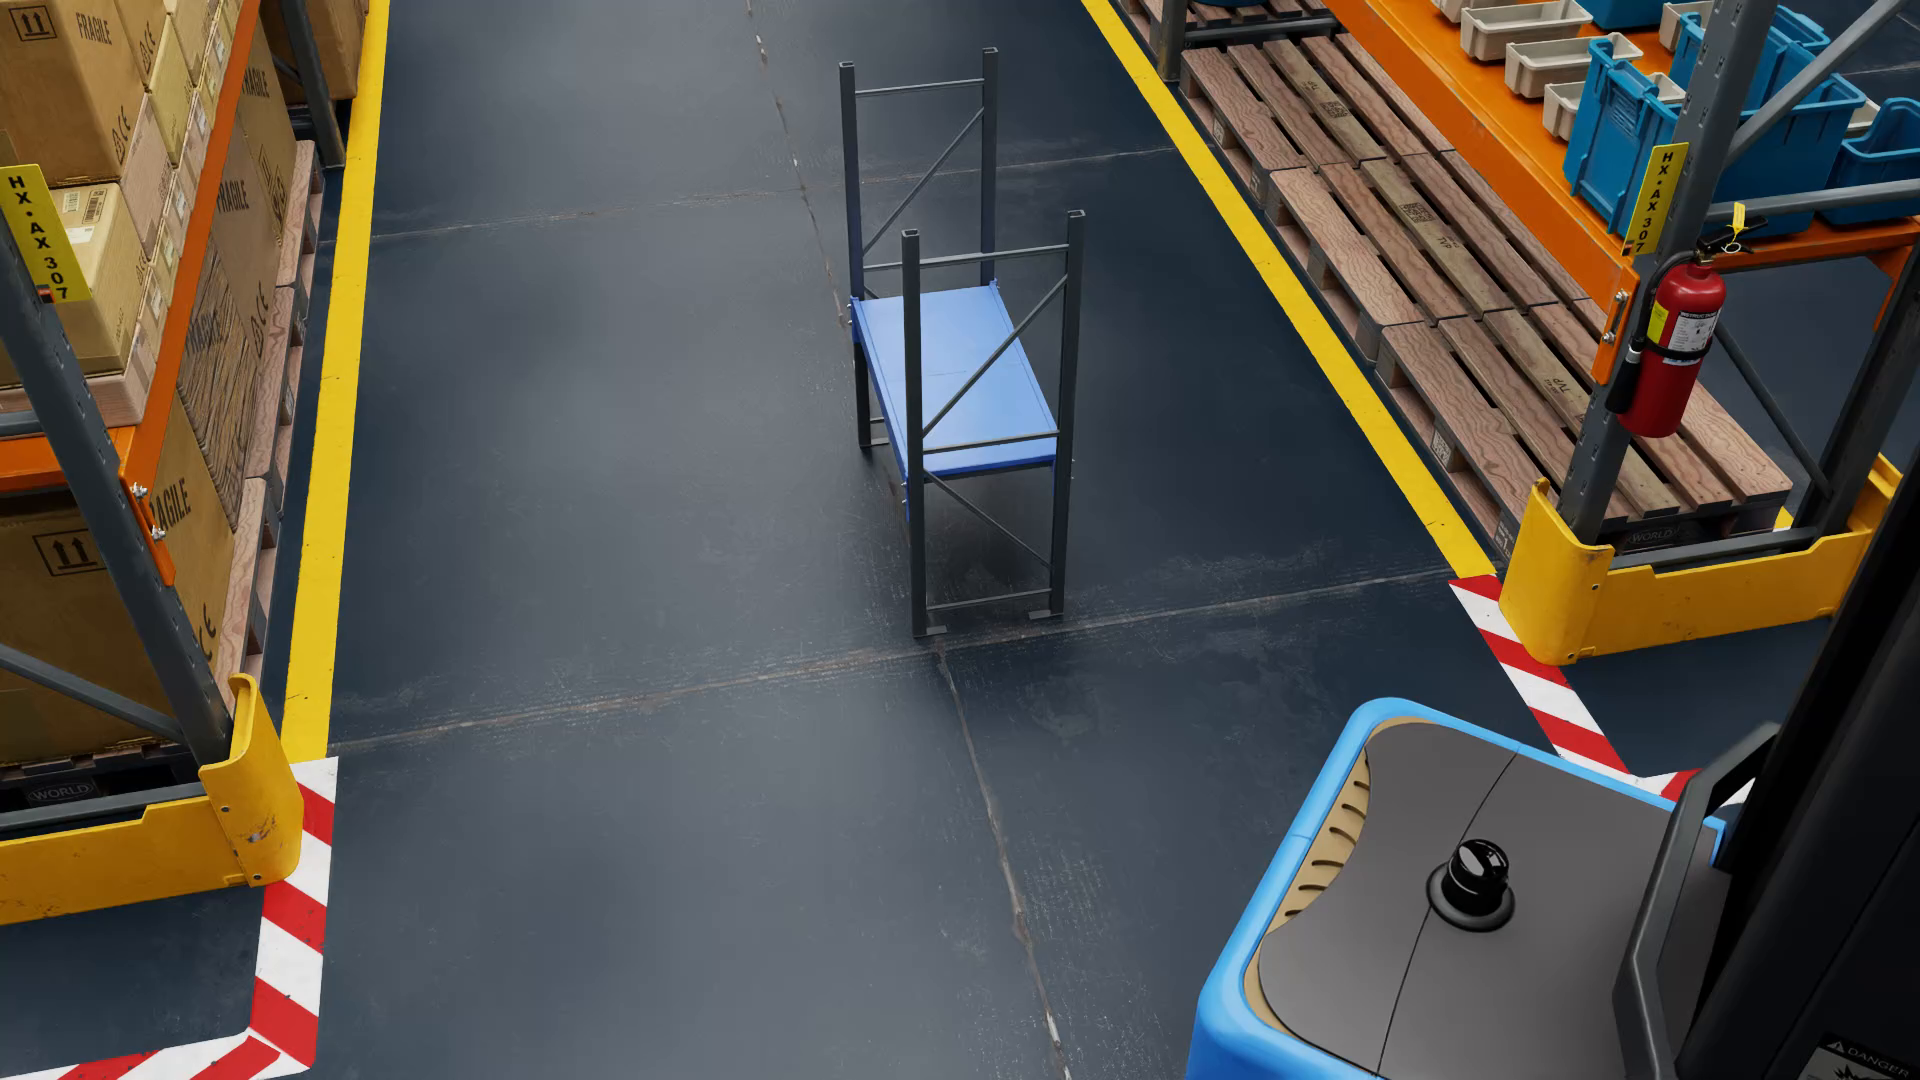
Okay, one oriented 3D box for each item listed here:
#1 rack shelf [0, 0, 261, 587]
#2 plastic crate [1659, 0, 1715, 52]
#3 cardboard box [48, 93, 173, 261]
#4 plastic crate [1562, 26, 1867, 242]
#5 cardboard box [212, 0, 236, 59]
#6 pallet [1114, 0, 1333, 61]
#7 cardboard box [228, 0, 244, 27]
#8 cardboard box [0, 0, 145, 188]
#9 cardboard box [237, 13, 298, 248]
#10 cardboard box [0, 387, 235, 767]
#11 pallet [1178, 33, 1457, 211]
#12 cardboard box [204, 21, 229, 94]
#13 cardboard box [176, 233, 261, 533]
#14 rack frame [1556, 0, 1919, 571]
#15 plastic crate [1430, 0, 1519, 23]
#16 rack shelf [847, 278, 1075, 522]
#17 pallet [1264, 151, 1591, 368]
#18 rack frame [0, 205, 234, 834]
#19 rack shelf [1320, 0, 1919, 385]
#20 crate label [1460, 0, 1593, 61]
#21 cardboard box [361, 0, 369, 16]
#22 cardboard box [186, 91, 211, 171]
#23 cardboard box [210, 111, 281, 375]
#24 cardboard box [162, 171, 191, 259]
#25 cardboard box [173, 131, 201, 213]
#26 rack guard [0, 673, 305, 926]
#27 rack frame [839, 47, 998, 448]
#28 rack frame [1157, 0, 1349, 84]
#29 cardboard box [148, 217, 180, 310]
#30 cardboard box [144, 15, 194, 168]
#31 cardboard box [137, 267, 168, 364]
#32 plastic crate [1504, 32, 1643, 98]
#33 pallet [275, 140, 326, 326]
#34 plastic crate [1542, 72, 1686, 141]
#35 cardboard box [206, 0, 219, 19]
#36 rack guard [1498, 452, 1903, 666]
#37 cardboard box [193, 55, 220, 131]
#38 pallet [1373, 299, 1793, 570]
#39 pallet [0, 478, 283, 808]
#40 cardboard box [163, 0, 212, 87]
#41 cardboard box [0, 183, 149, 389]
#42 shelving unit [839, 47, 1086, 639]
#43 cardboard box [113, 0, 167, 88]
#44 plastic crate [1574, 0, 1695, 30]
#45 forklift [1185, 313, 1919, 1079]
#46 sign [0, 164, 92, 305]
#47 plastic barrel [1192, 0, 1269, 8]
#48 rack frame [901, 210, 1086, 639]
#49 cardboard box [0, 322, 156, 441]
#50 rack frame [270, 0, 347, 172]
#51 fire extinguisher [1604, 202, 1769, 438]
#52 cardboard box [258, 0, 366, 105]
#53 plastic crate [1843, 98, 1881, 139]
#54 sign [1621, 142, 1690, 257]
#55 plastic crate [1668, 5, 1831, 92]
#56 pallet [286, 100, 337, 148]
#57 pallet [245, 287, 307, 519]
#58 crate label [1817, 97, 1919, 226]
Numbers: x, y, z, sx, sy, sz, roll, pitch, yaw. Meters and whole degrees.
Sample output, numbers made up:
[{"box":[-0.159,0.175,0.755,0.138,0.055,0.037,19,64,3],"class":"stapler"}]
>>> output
[{"box":[-2.909,-1.238,5.427,1.077,0.370,4.000,-8,42,-9],"class":"rack shelf"},{"box":[2.492,-1.711,5.571,0.250,0.136,0.298,-8,42,-9],"class":"plastic crate"},{"box":[-2.436,-0.951,4.451,0.500,0.250,0.500,-9,42,-10],"class":"cardboard box"},{"box":[2.104,-1.146,4.710,0.616,0.435,0.499,-8,42,-9],"class":"plastic crate"},{"box":[-2.677,-1.726,5.624,0.380,0.149,0.250,-9,42,-10],"class":"cardboard box"},{"box":[1.370,-2.976,8.944,1.003,0.211,1.213,-8,42,-9],"class":"pallet"},{"box":[-2.732,-1.892,5.811,0.380,0.149,0.250,-8,42,-8],"class":"cardboard box"},{"box":[-2.425,-1.220,4.189,0.500,0.500,0.500,-9,42,-10],"class":"cardboard box"},{"box":[-3.276,-1.726,6.719,0.875,0.875,0.875,-8,42,-9],"class":"cardboard box"},{"box":[-2.693,0.024,4.748,0.875,0.875,0.875,-8,42,-9],"class":"cardboard box"},{"box":[1.692,-1.999,7.843,1.003,0.211,1.213,-8,42,-9],"class":"pallet"},{"box":[-2.623,-1.560,5.438,0.380,0.149,0.250,-8,42,-9],"class":"cardboard box"},{"box":[-2.890,-0.566,5.412,0.875,0.875,0.875,-8,42,-9],"class":"cardboard box"},{"box":[2.359,-0.920,4.527,1.000,3.000,0.127,-8,42,-9],"class":"rack frame"},{"box":[1.792,-1.903,5.787,0.298,0.136,0.250,-8,42,-9],"class":"plastic crate"},{"box":[-0.018,-0.482,5.434,0.538,0.185,1.000,-8,42,-9],"class":"rack shelf"},{"box":[1.959,-1.207,6.950,1.003,0.211,1.213,-8,42,-9],"class":"pallet"},{"box":[-2.477,-0.210,3.727,1.000,3.000,0.127,-8,42,-9],"class":"rack frame"},{"box":[1.927,-1.947,6.226,1.077,0.370,4.000,-8,42,-9],"class":"rack shelf"},{"box":[1.874,-1.714,5.574,0.396,0.136,0.243,-8,42,-9],"class":"crate label"},{"box":[-3.692,-3.157,8.331,1.225,0.875,0.875,-10,43,-11],"class":"cardboard box"},{"box":[-2.511,-1.227,5.062,0.380,0.149,0.250,-9,42,-10],"class":"cardboard box"},{"box":[-3.082,-1.143,6.062,0.875,0.875,0.875,-8,42,-9],"class":"cardboard box"},{"box":[-2.401,-0.895,4.688,0.380,0.149,0.250,-9,42,-10],"class":"cardboard box"},{"box":[-2.455,-1.060,4.873,0.380,0.149,0.250,-9,42,-10],"class":"cardboard box"},{"box":[-2.472,0.740,4.540,1.175,0.500,0.348,-8,42,-9],"class":"rack guard"},{"box":[-0.128,-0.946,5.686,0.500,1.500,0.032,-8,42,-9],"class":"rack frame"},{"box":[1.496,-3.513,7.448,1.000,3.000,0.127,-8,42,-9],"class":"rack frame"},{"box":[-2.344,-0.726,4.497,0.380,0.149,0.250,-9,42,-10],"class":"cardboard box"},{"box":[-2.541,-1.278,4.819,0.500,0.250,0.500,-10,43,-11],"class":"cardboard box"},{"box":[-2.288,-0.560,4.310,0.380,0.149,0.250,-9,42,-10],"class":"cardboard box"},{"box":[1.958,-1.537,5.375,0.396,0.136,0.243,-8,42,-9],"class":"plastic crate"},{"box":[-3.253,-1.256,7.006,1.003,0.211,1.213,-8,42,-9],"class":"pallet"},{"box":[2.006,-1.347,5.161,0.396,0.136,0.243,-8,42,-9],"class":"plastic crate"},{"box":[-2.765,-1.944,5.569,0.500,0.250,0.500,-8,42,-8],"class":"cardboard box"},{"box":[2.377,0.028,5.341,1.175,0.500,0.348,-8,42,-9],"class":"rack guard"},{"box":[-2.565,-1.391,5.246,0.380,0.149,0.250,-9,42,-10],"class":"cardboard box"},{"box":[2.219,-0.417,6.061,1.003,0.211,1.213,-8,42,-9],"class":"pallet"},{"box":[-2.726,0.325,5.224,1.003,0.211,1.213,-8,42,-9],"class":"pallet"},{"box":[-2.658,-1.615,5.199,0.500,0.250,0.500,-9,42,-10],"class":"cardboard box"},{"box":[-2.317,-0.615,4.073,0.500,0.250,0.500,-9,42,-10],"class":"cardboard box"},{"box":[-0.018,-0.616,5.314,0.538,1.500,1.048,-8,42,-9],"class":"shelving unit"},{"box":[-2.543,-1.555,4.566,0.500,0.500,0.500,-9,42,-10],"class":"cardboard box"},{"box":[2.343,-1.941,5.758,0.416,0.233,0.300,-8,42,-9],"class":"plastic crate"},{"box":[1.974,0.809,2.631,3.031,2.935,1.130,21,46,22],"class":"forklift"},{"box":[-1.934,-0.639,3.499,0.100,0.325,0.005,-8,42,-9],"class":"sign"},{"box":[1.395,-3.240,8.405,0.600,0.901,0.708,-8,42,-9],"class":"plastic barrel"},{"box":[0.091,-0.287,4.943,0.500,1.500,0.032,-8,42,-9],"class":"rack frame"},{"box":[-2.232,-0.394,4.123,0.380,0.149,0.250,-8,42,-9],"class":"cardboard box"},{"box":[-3.341,-2.803,6.648,1.000,3.000,0.127,-8,42,-9],"class":"rack frame"},{"box":[1.948,-0.589,4.493,0.296,0.674,0.183,-8,42,-9],"class":"fire extinguisher"},{"box":[-3.498,-2.578,7.678,1.225,0.875,0.875,-8,42,-9],"class":"cardboard box"},{"box":[2.639,-1.271,5.076,0.250,0.136,0.298,-8,42,-9],"class":"plastic crate"},{"box":[1.825,-0.892,4.372,0.100,0.325,0.005,-8,42,-9],"class":"sign"},{"box":[2.485,-1.514,5.277,0.416,0.233,0.300,-8,42,-9],"class":"plastic crate"},{"box":[-3.581,-2.250,8.125,1.003,0.211,1.213,-8,42,-9],"class":"pallet"},{"box":[-2.986,-0.464,6.114,1.003,0.211,1.213,-8,42,-9],"class":"pallet"},{"box":[2.627,-1.087,4.796,0.416,0.233,0.303,-8,42,-9],"class":"crate label"}]
